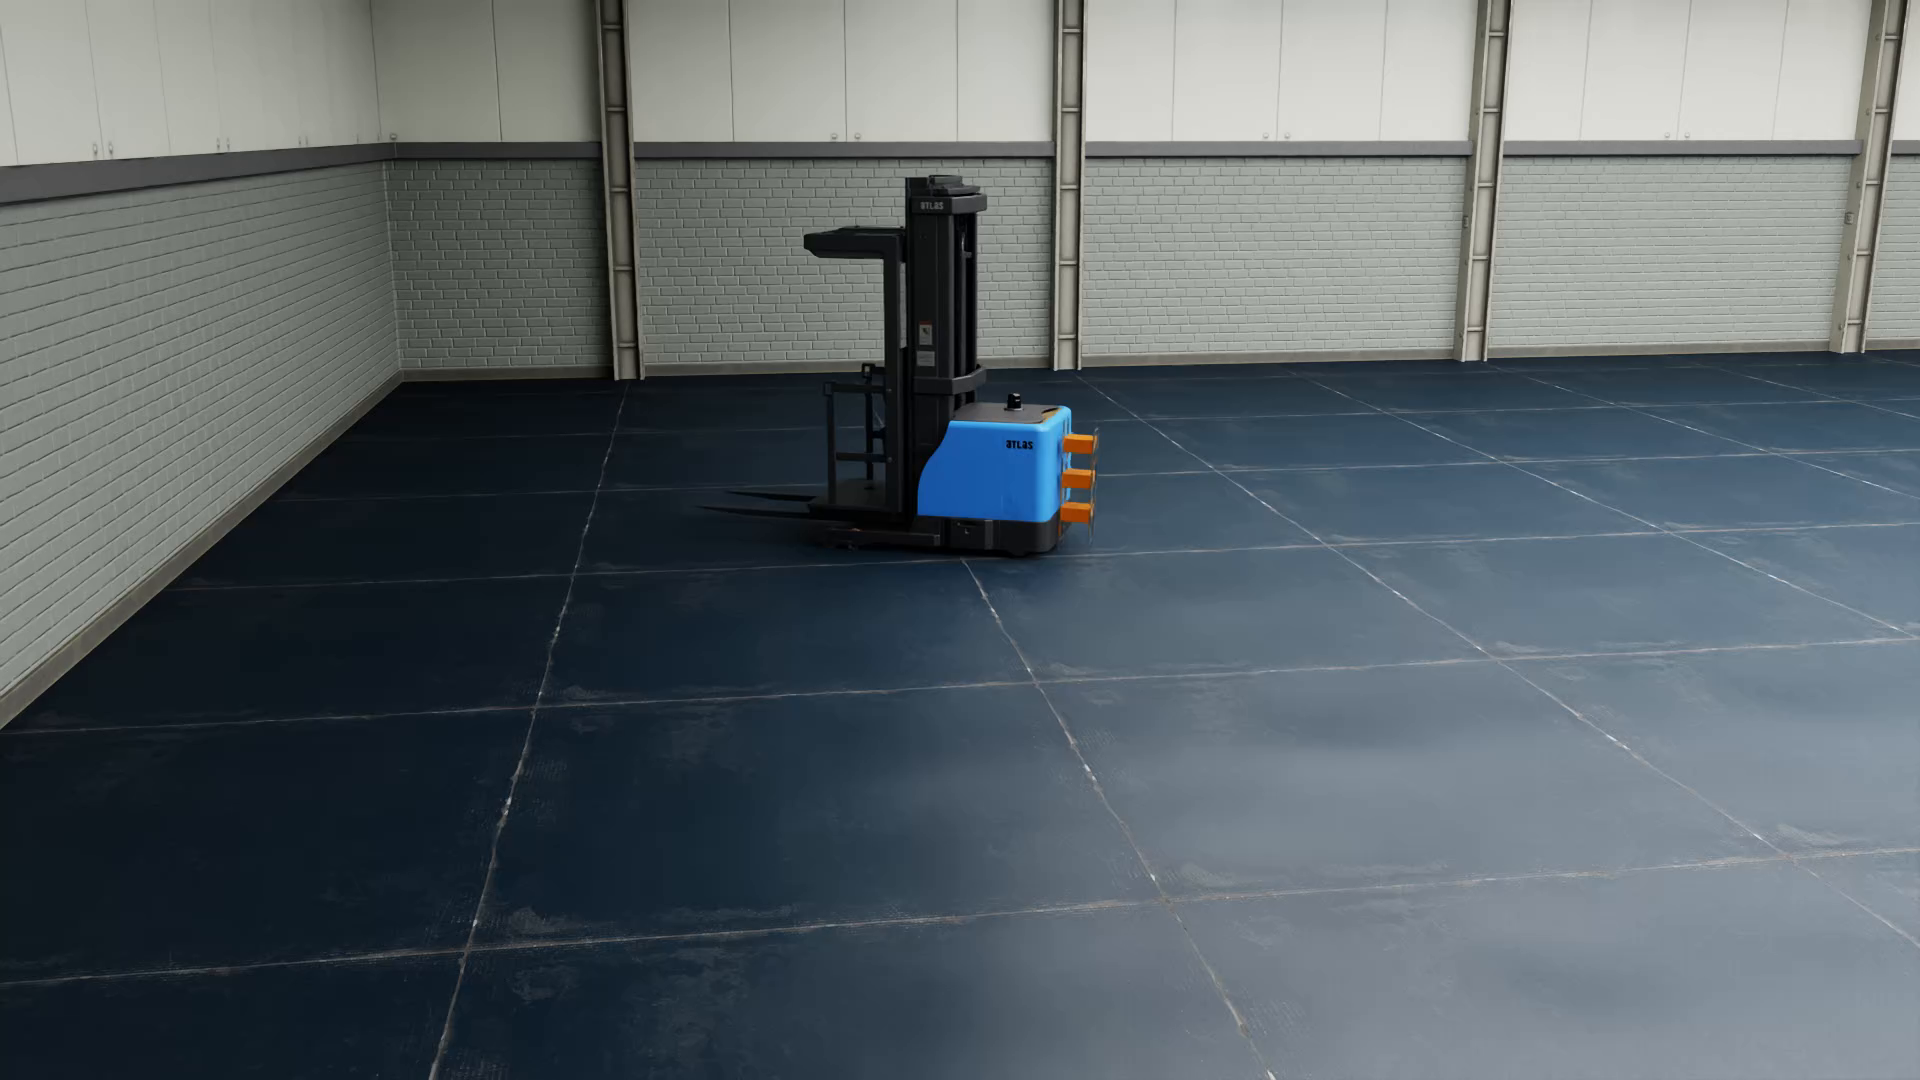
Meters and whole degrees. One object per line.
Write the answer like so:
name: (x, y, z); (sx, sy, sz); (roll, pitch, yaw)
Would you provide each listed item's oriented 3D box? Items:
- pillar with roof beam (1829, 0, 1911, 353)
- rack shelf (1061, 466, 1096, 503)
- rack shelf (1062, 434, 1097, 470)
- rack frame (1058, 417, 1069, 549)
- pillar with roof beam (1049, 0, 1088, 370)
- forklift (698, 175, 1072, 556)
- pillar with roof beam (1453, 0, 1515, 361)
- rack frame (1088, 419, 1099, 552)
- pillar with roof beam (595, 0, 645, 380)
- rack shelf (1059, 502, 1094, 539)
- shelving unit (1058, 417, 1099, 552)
pillar with roof beam: (13.982, -6.167, 19.814); (0.400, 9.000, 9.100); (-2, 14, -8)
rack shelf: (0.950, -0.436, 13.332); (0.240, 0.259, 0.215); (5, 15, 14)
rack shelf: (0.958, -0.711, 13.261); (0.240, 0.259, 0.215); (5, 15, 14)
rack frame: (0.833, -0.457, 13.359); (0.008, 1.050, 0.200); (5, 15, 14)
pillar with roof beam: (2.116, -5.732, 18.080); (0.400, 9.000, 9.100); (-2, 14, -8)
forklift: (-0.644, -1.468, 13.552); (3.031, 2.935, 1.130); (4, 15, 15)
pillar with roof beam: (8.049, -5.950, 18.947); (0.400, 9.000, 9.100); (-2, 14, -8)
rack frame: (1.069, -0.436, 13.300); (0.008, 1.050, 0.200); (5, 15, 14)
pillar with roof beam: (-3.817, -5.515, 17.213); (0.400, 9.000, 9.100); (-2, 14, -8)
rack shelf: (0.943, -0.167, 13.401); (0.240, 0.259, 0.215); (5, 15, 14)
shelving unit: (0.951, -0.446, 13.329); (0.252, 1.050, 0.215); (5, 15, 14)
